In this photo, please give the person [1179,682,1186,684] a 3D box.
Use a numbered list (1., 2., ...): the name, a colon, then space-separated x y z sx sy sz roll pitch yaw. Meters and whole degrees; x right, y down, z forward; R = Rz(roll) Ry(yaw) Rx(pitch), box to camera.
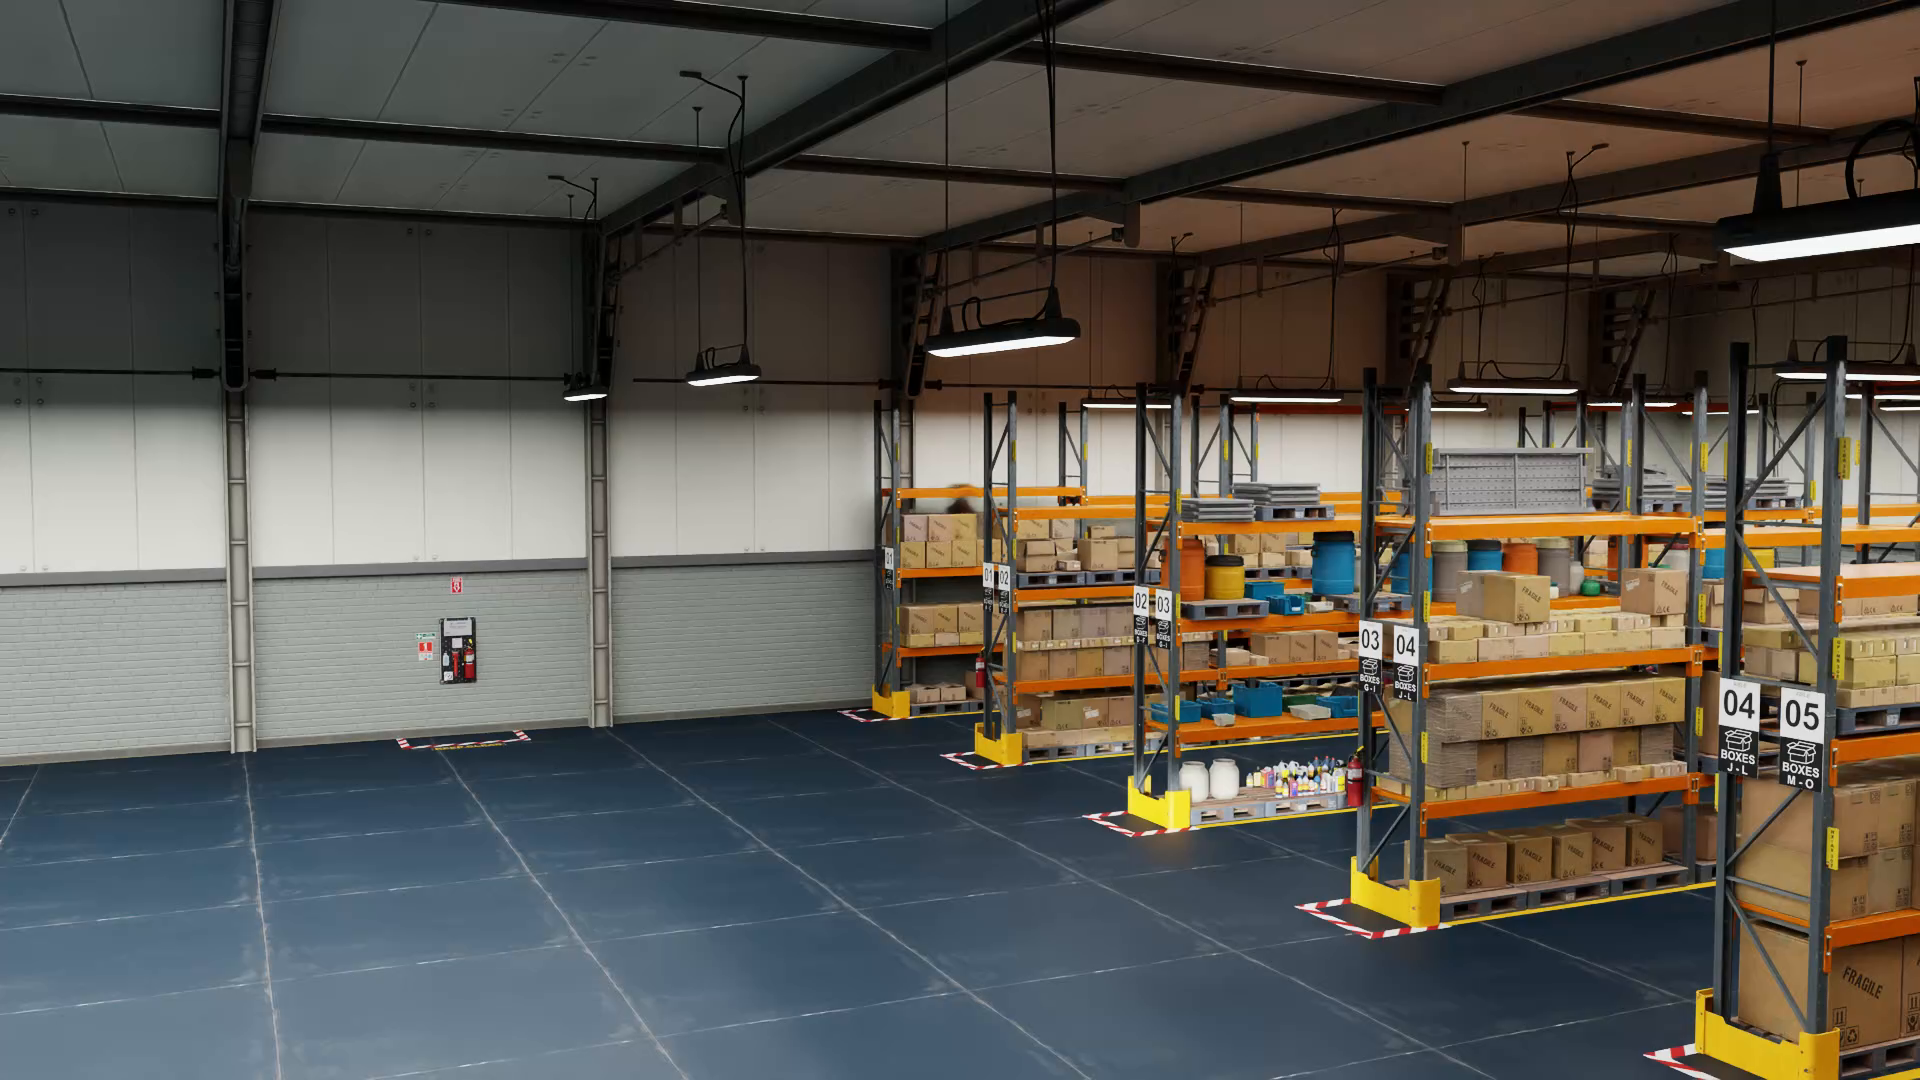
1. person: 4.056 2.454 31.101 0.571 1.804 0.387 -2 4 -25
